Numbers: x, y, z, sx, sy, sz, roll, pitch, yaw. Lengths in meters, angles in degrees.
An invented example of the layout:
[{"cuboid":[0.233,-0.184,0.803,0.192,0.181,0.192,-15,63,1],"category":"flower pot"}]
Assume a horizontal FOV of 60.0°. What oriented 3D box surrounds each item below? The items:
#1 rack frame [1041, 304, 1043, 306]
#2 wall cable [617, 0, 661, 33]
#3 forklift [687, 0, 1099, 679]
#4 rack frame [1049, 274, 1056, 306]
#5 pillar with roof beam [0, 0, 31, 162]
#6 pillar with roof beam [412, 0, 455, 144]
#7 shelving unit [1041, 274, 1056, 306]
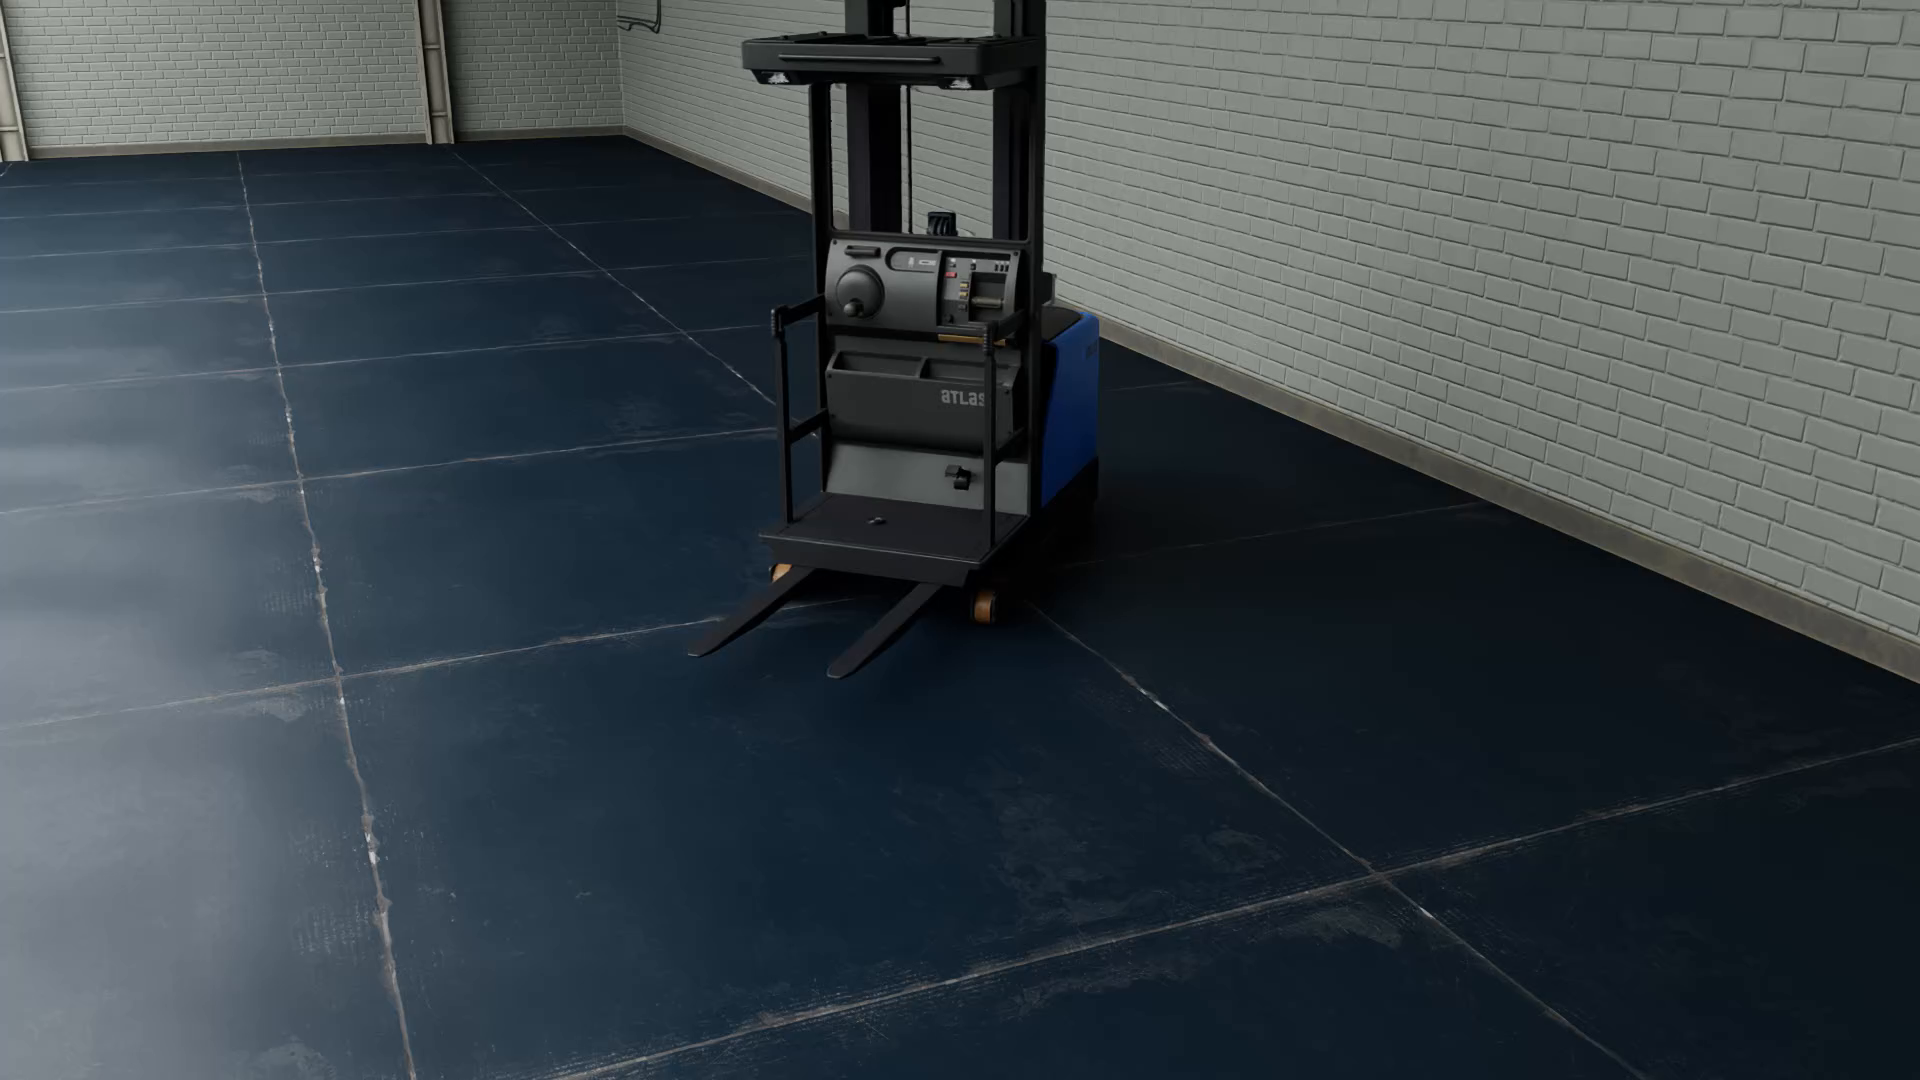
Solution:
[{"cuboid":[0.319,-0.840,9.061,0.240,1.200,0.006,8,16,22],"category":"rack frame"},{"cuboid":[-5.043,-9.088,25.459,0.112,2.526,3.097,-8,21,-22],"category":"wall cable"},{"cuboid":[-0.245,-1.155,7.389,1.130,2.935,3.031,7,21,19],"category":"forklift"},{"cuboid":[0.392,-0.882,9.224,0.240,1.200,0.006,8,16,22],"category":"rack frame"},{"cuboid":[-12.076,-8.466,19.017,0.400,9.000,9.100,-8,21,-22],"category":"pillar with roof beam"},{"cuboid":[-6.567,-9.256,21.259,0.400,9.000,9.100,-8,21,-22],"category":"pillar with roof beam"},{"cuboid":[0.355,-0.861,9.143,0.258,1.200,0.189,8,16,22],"category":"shelving unit"}]
